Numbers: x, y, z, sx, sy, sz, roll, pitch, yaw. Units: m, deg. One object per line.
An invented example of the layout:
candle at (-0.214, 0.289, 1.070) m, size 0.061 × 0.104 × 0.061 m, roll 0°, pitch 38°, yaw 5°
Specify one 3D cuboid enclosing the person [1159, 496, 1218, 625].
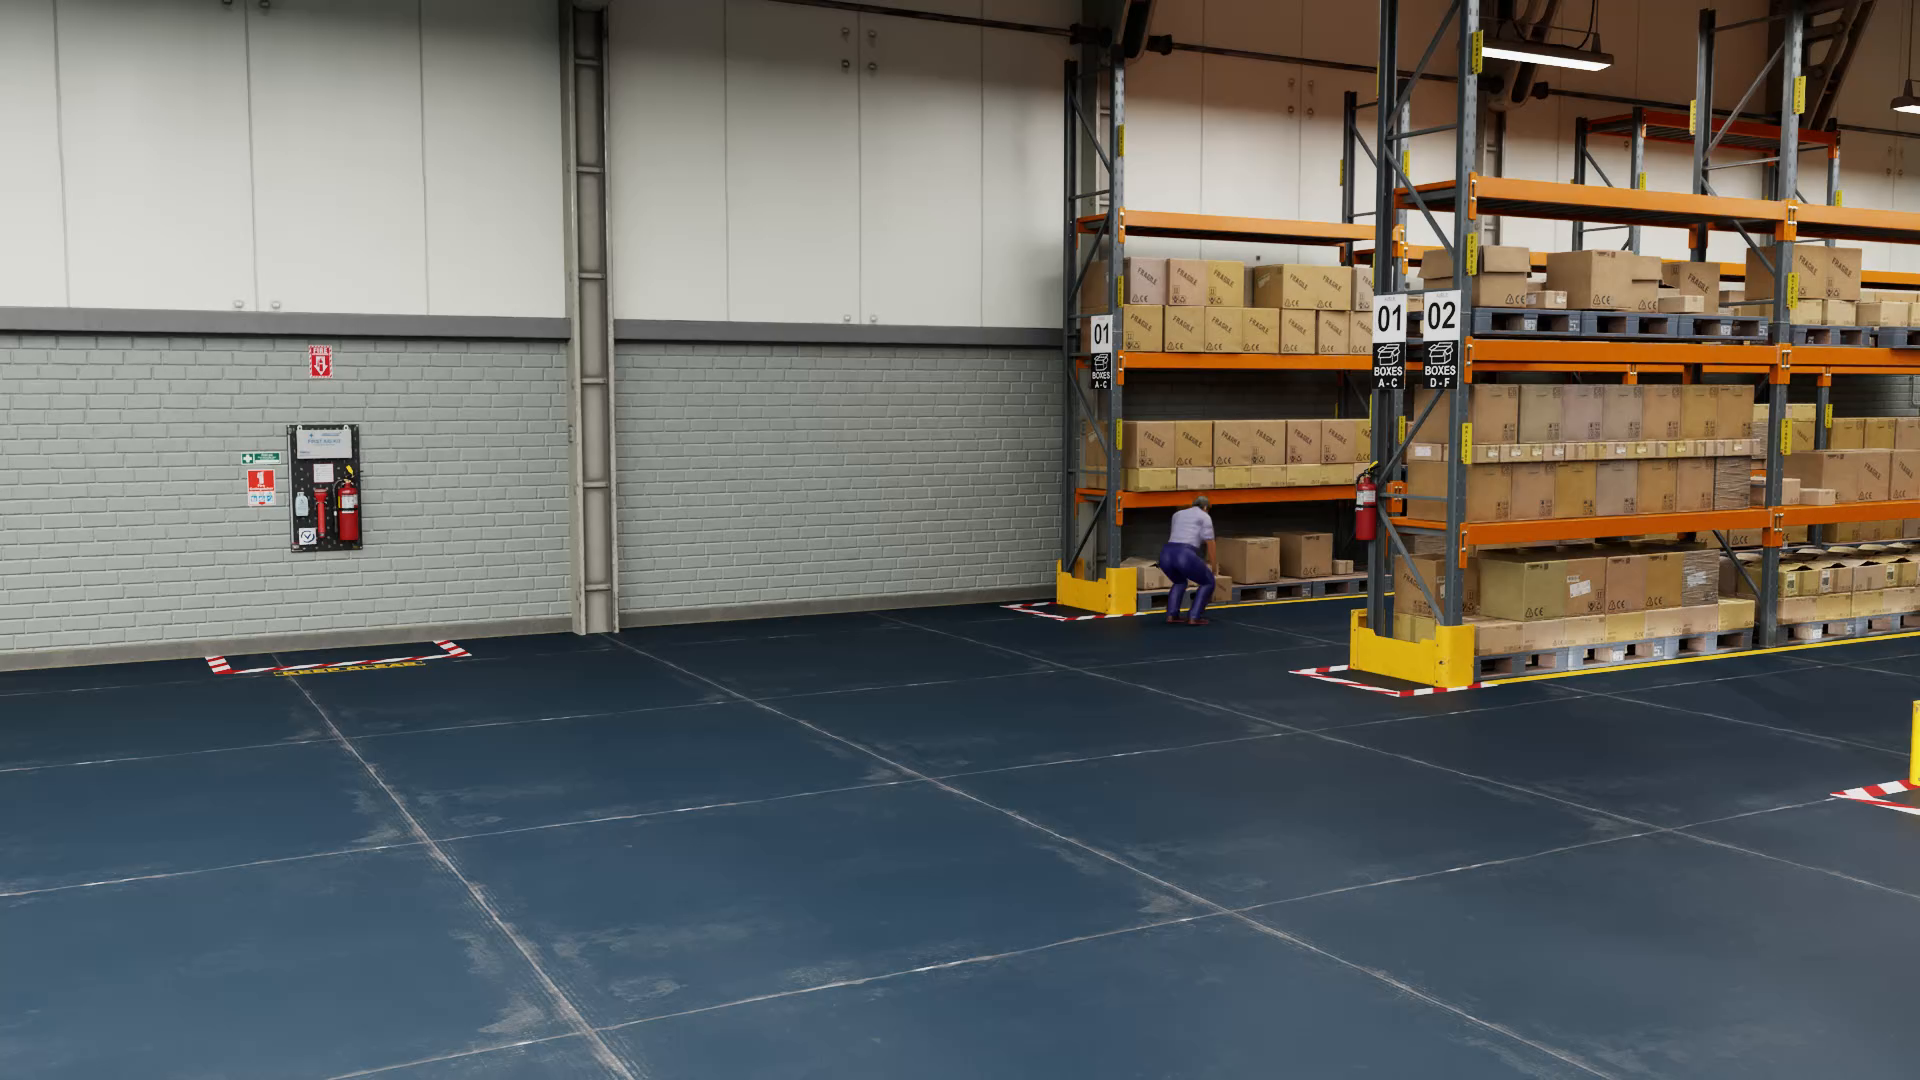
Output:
person at (2.362, 0.209, 17.182) m, size 0.623 × 1.314 × 0.535 m, roll -5°, pitch 7°, yaw -44°
